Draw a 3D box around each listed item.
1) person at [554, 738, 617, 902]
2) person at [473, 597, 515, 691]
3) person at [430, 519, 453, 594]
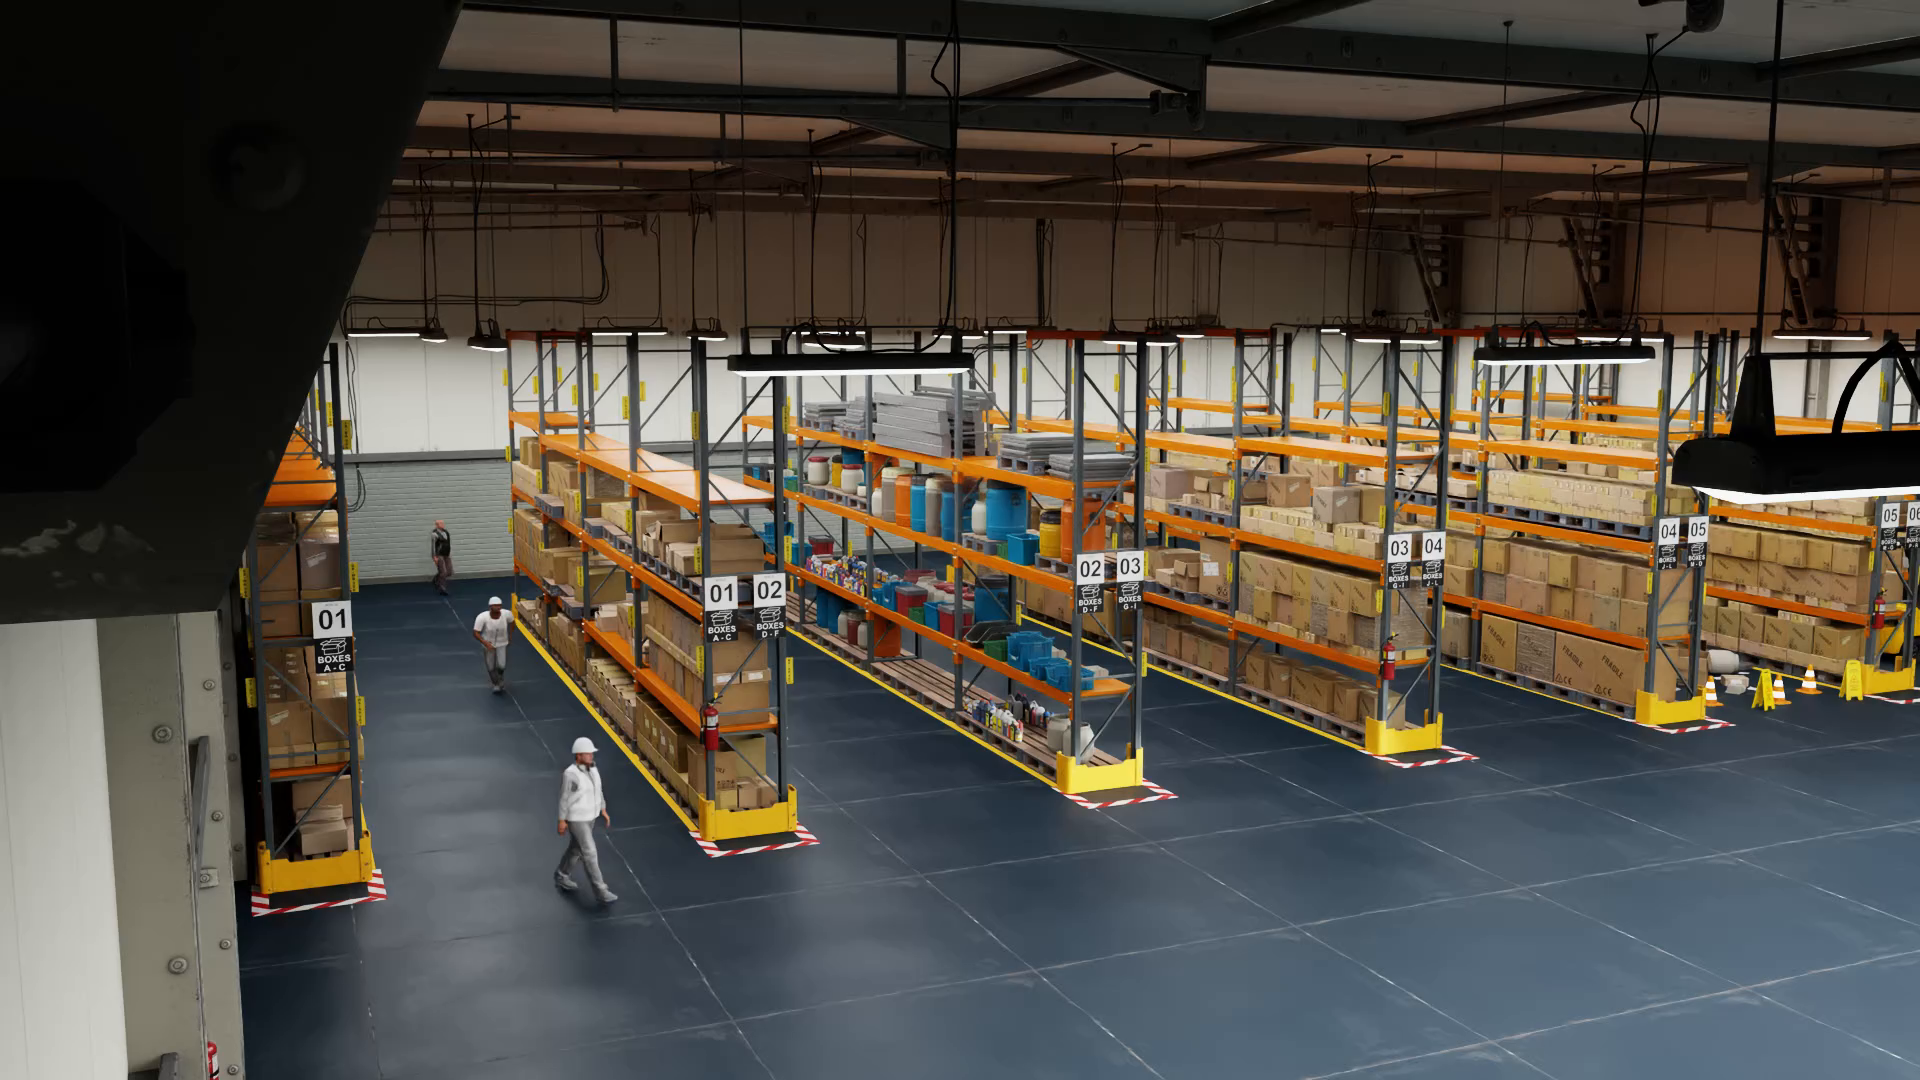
[{"bbox_3d":[-4.060,3.001,18.084,0.964,1.724,0.587,3,8,18],"label":"person"},{"bbox_3d":[-7.762,1.739,27.752,0.670,1.668,0.700,-2,8,-14],"label":"person"},{"bbox_3d":[-11.749,0.363,37.562,0.598,1.705,0.547,3,8,21],"label":"person"}]
